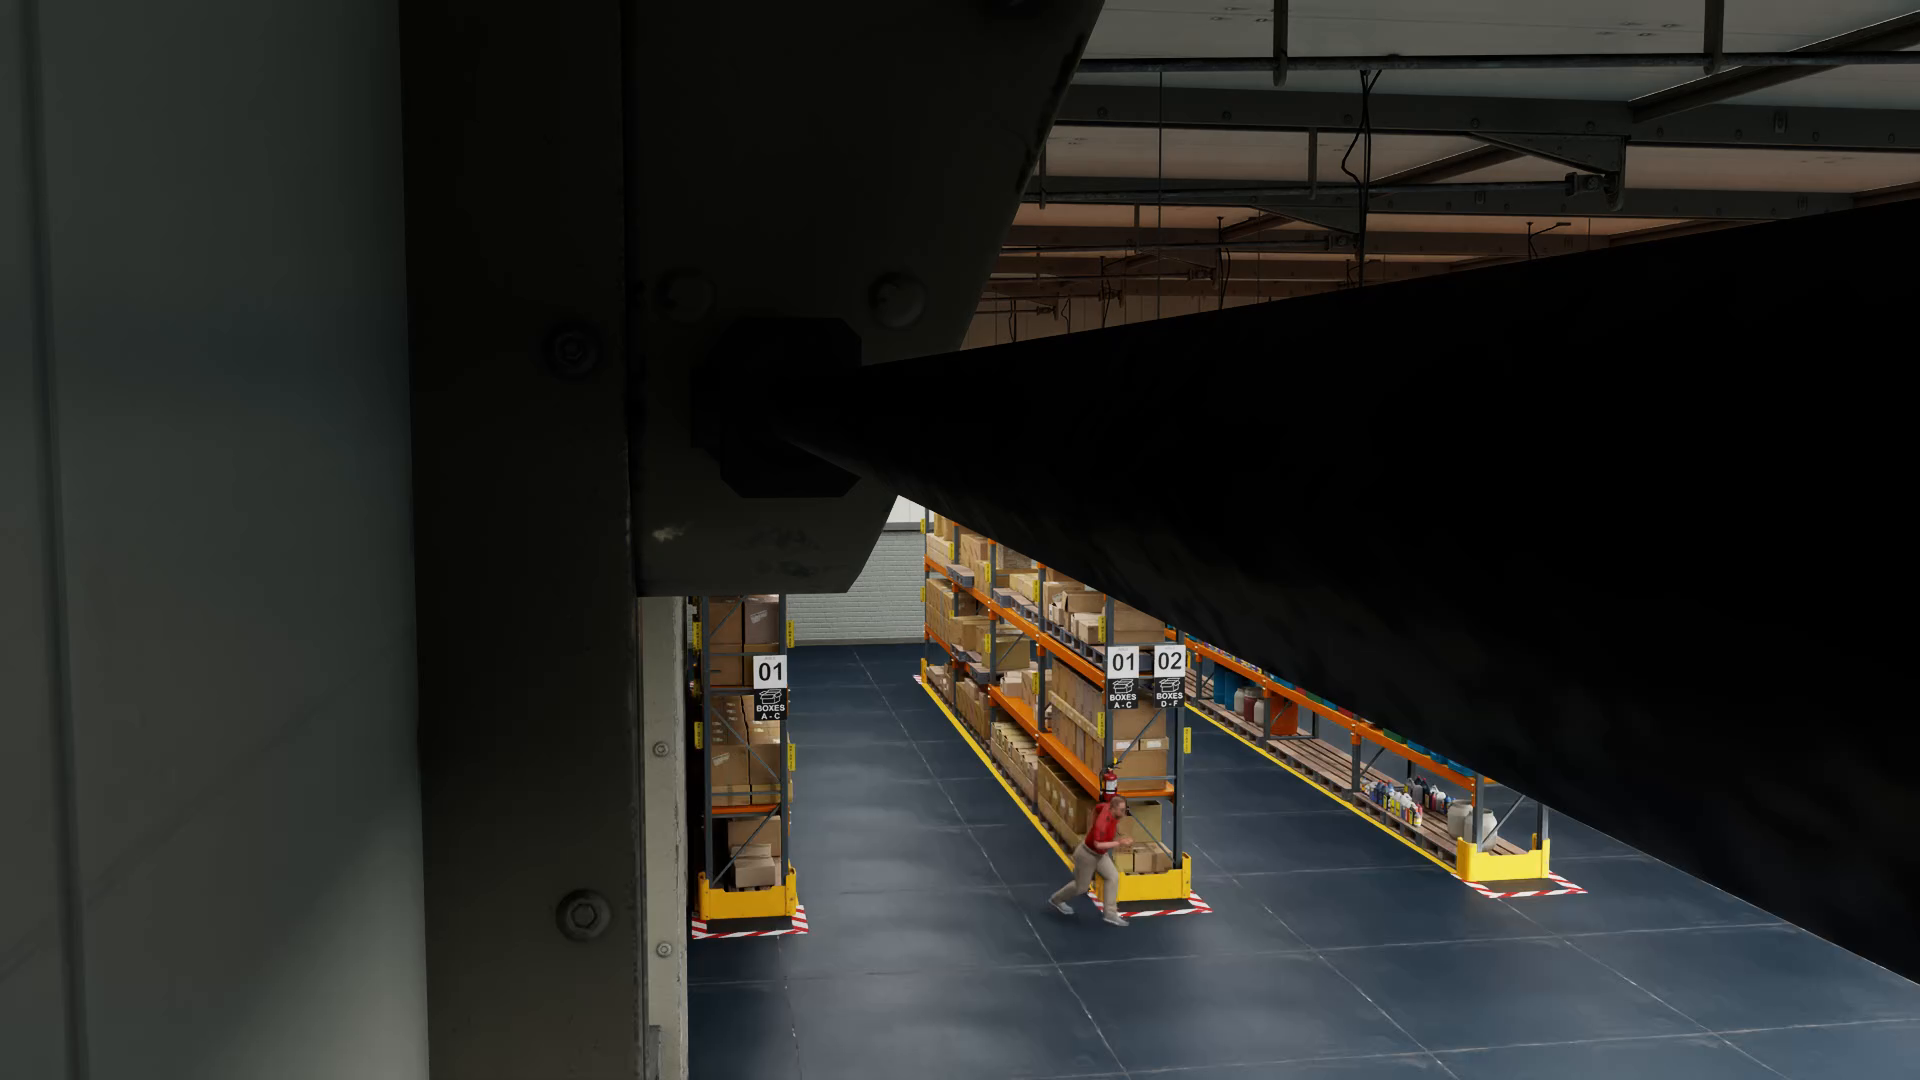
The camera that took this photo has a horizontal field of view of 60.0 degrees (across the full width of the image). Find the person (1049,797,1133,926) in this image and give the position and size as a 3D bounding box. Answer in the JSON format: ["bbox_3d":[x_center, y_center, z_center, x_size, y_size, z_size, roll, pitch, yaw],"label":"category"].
[{"bbox_3d":[1.565,3.814,19.865,1.125,1.607,0.675,2,6,26],"label":"person"}]

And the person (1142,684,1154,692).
[{"bbox_3d":[3.638,2.768,31.863,0.611,1.484,1.034,1,5,11],"label":"person"}]
